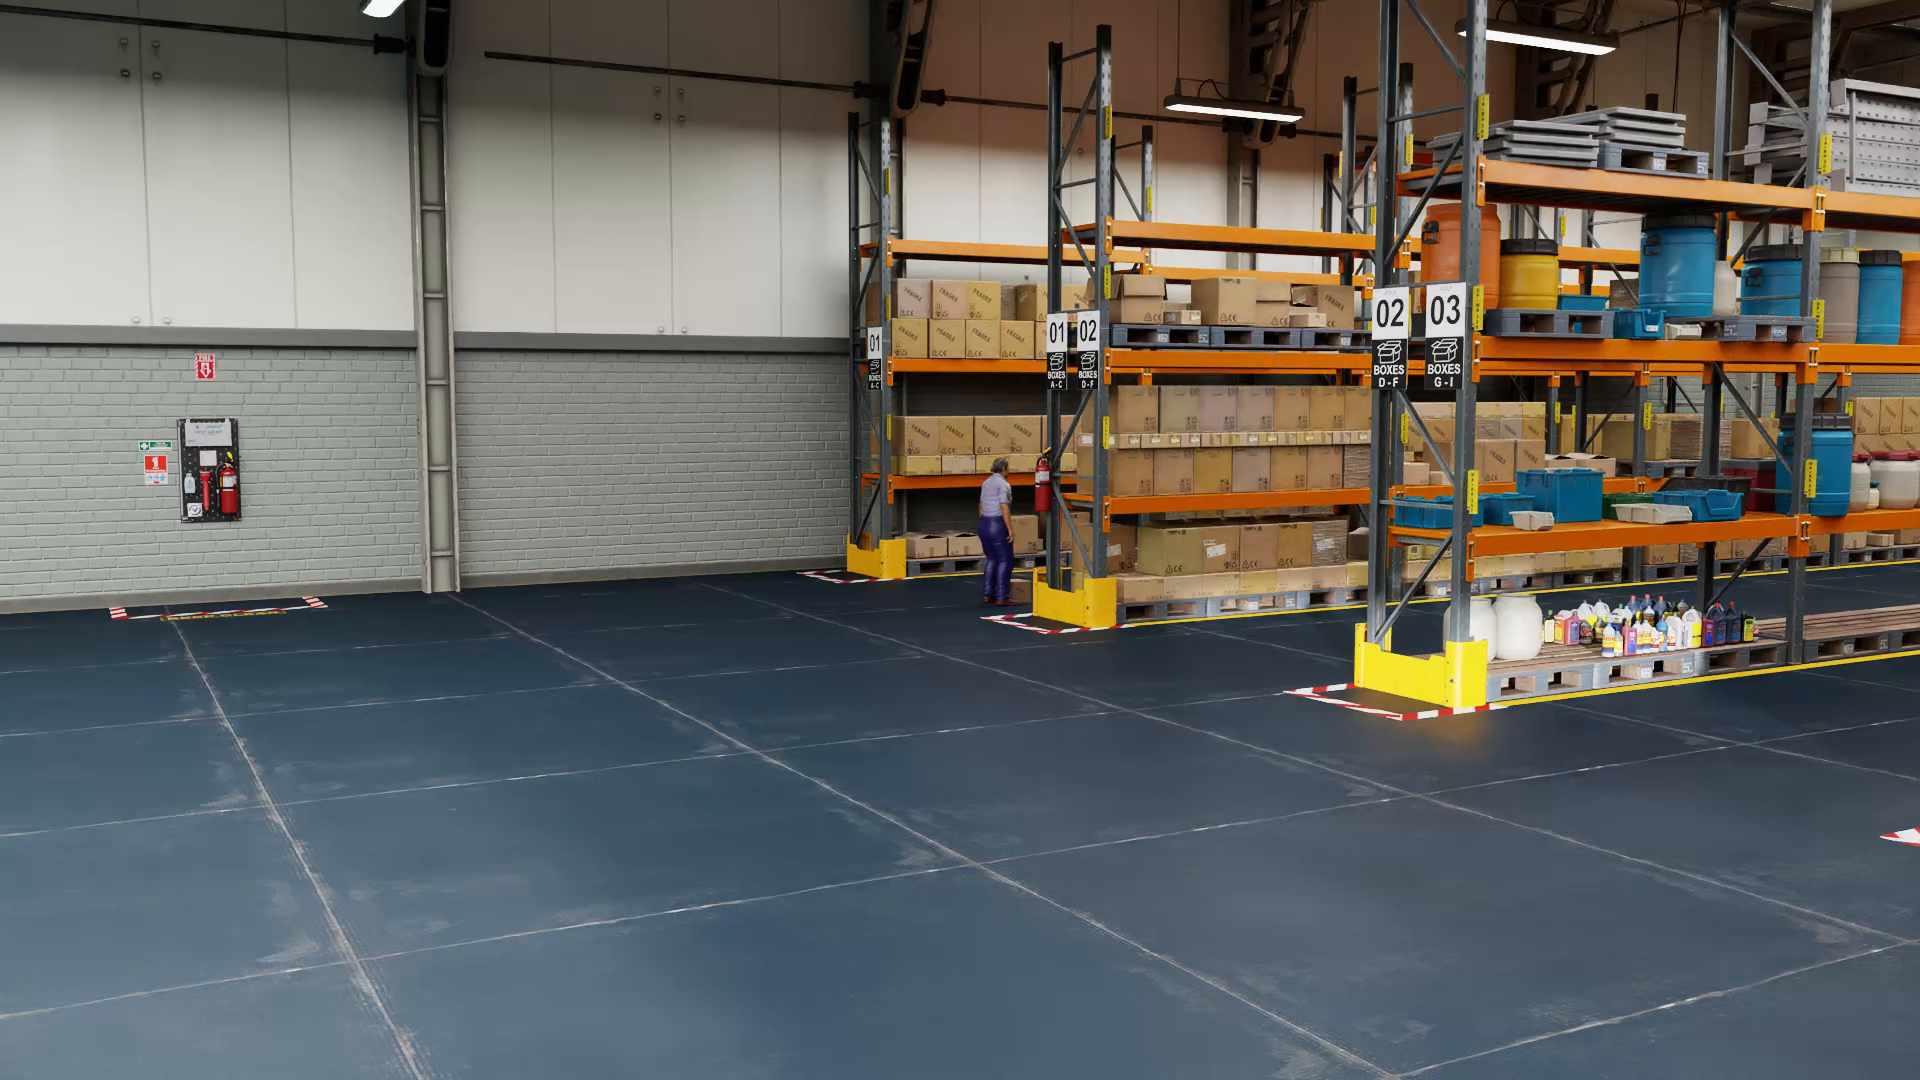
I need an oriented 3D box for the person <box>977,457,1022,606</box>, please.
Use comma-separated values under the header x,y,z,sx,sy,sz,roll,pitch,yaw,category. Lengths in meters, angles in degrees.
x,y,z,sx,sy,sz,roll,pitch,yaw,category
0.424,-0.103,18.691,0.375,1.651,0.564,-3,6,-32,person
